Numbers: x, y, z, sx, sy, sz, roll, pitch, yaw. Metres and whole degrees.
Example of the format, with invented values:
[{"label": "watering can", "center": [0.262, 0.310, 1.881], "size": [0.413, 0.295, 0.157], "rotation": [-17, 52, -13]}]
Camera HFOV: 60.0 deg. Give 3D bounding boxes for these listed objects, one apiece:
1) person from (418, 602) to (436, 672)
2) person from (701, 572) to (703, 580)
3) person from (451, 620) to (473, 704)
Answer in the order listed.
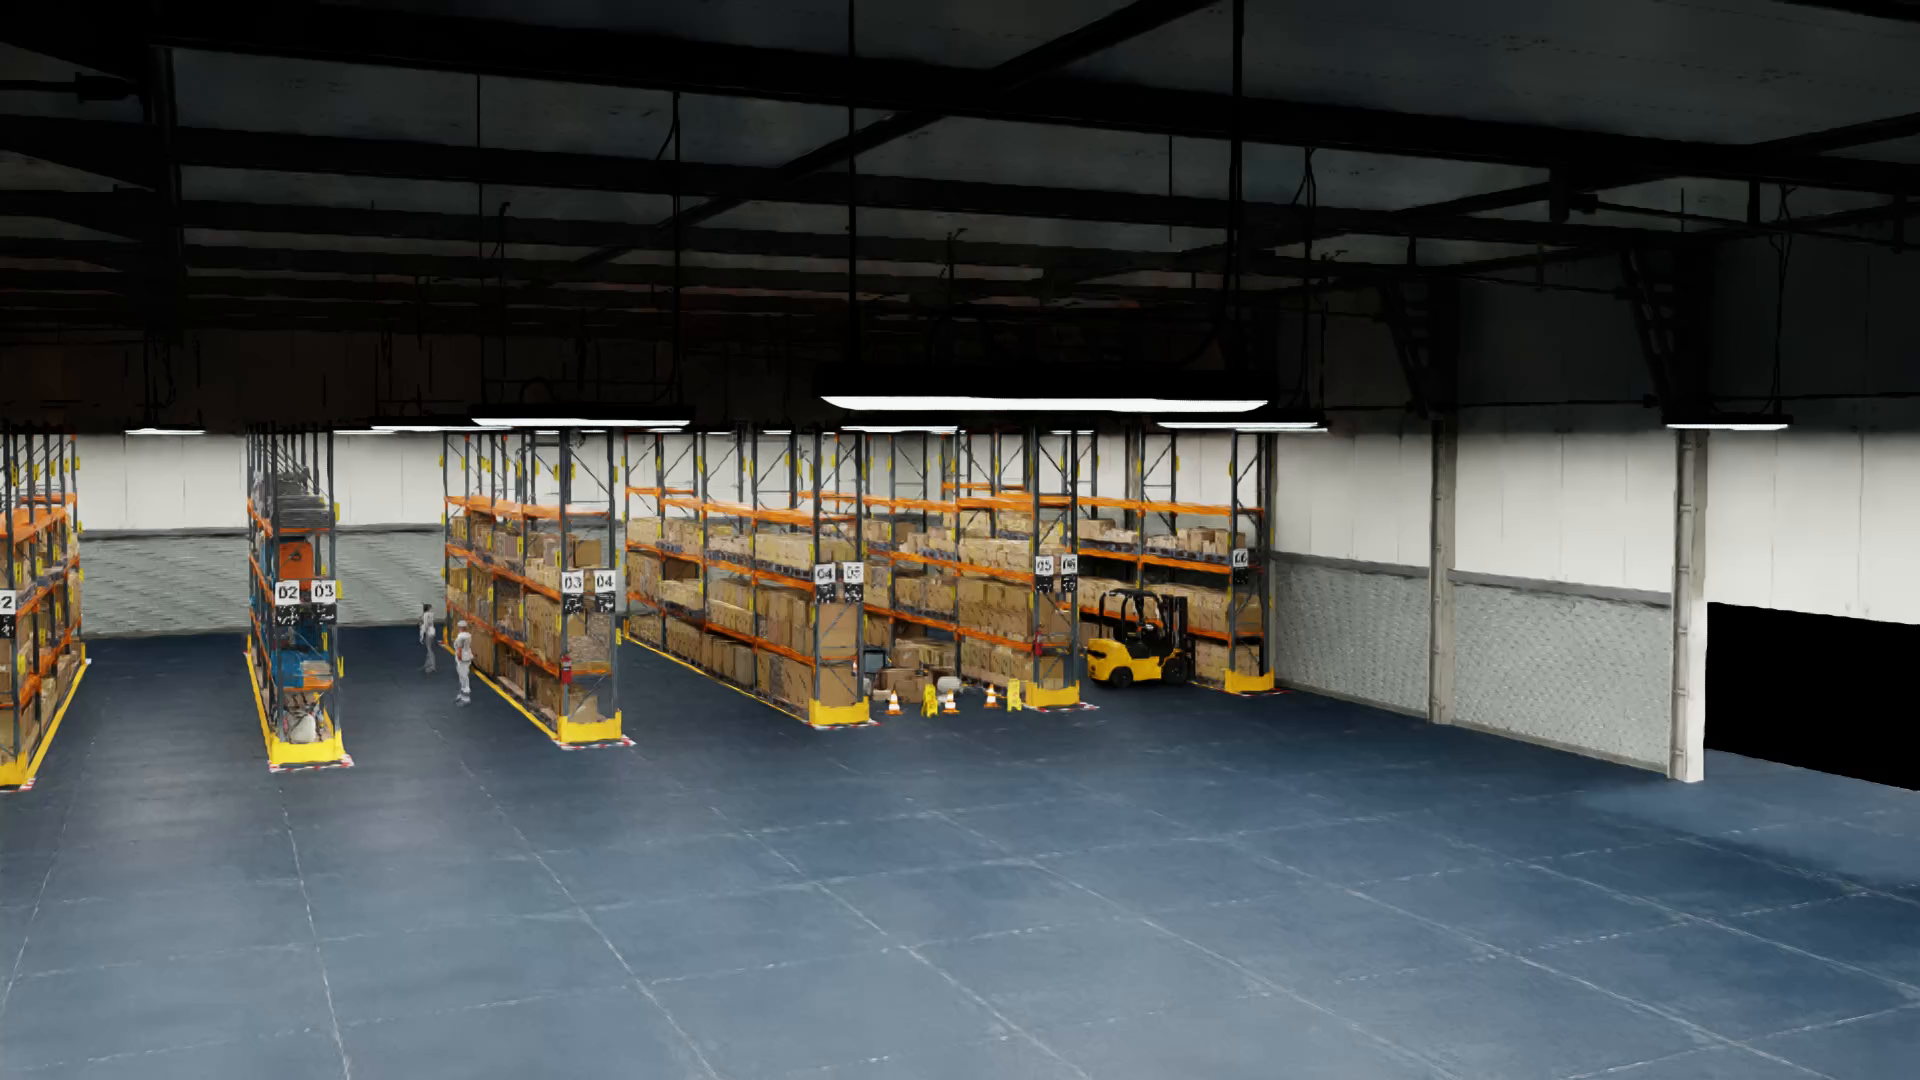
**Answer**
[{"label": "person", "center": [-12.998, 2.344, 40.498], "size": [0.532, 1.667, 0.569], "rotation": [0, 4, 5]}, {"label": "person", "center": [-7.451, 1.806, 48.102], "size": [0.521, 1.786, 0.650], "rotation": [-3, 5, -43]}, {"label": "person", "center": [-10.671, 2.593, 35.530], "size": [0.489, 1.787, 0.608], "rotation": [0, 4, 5]}]
